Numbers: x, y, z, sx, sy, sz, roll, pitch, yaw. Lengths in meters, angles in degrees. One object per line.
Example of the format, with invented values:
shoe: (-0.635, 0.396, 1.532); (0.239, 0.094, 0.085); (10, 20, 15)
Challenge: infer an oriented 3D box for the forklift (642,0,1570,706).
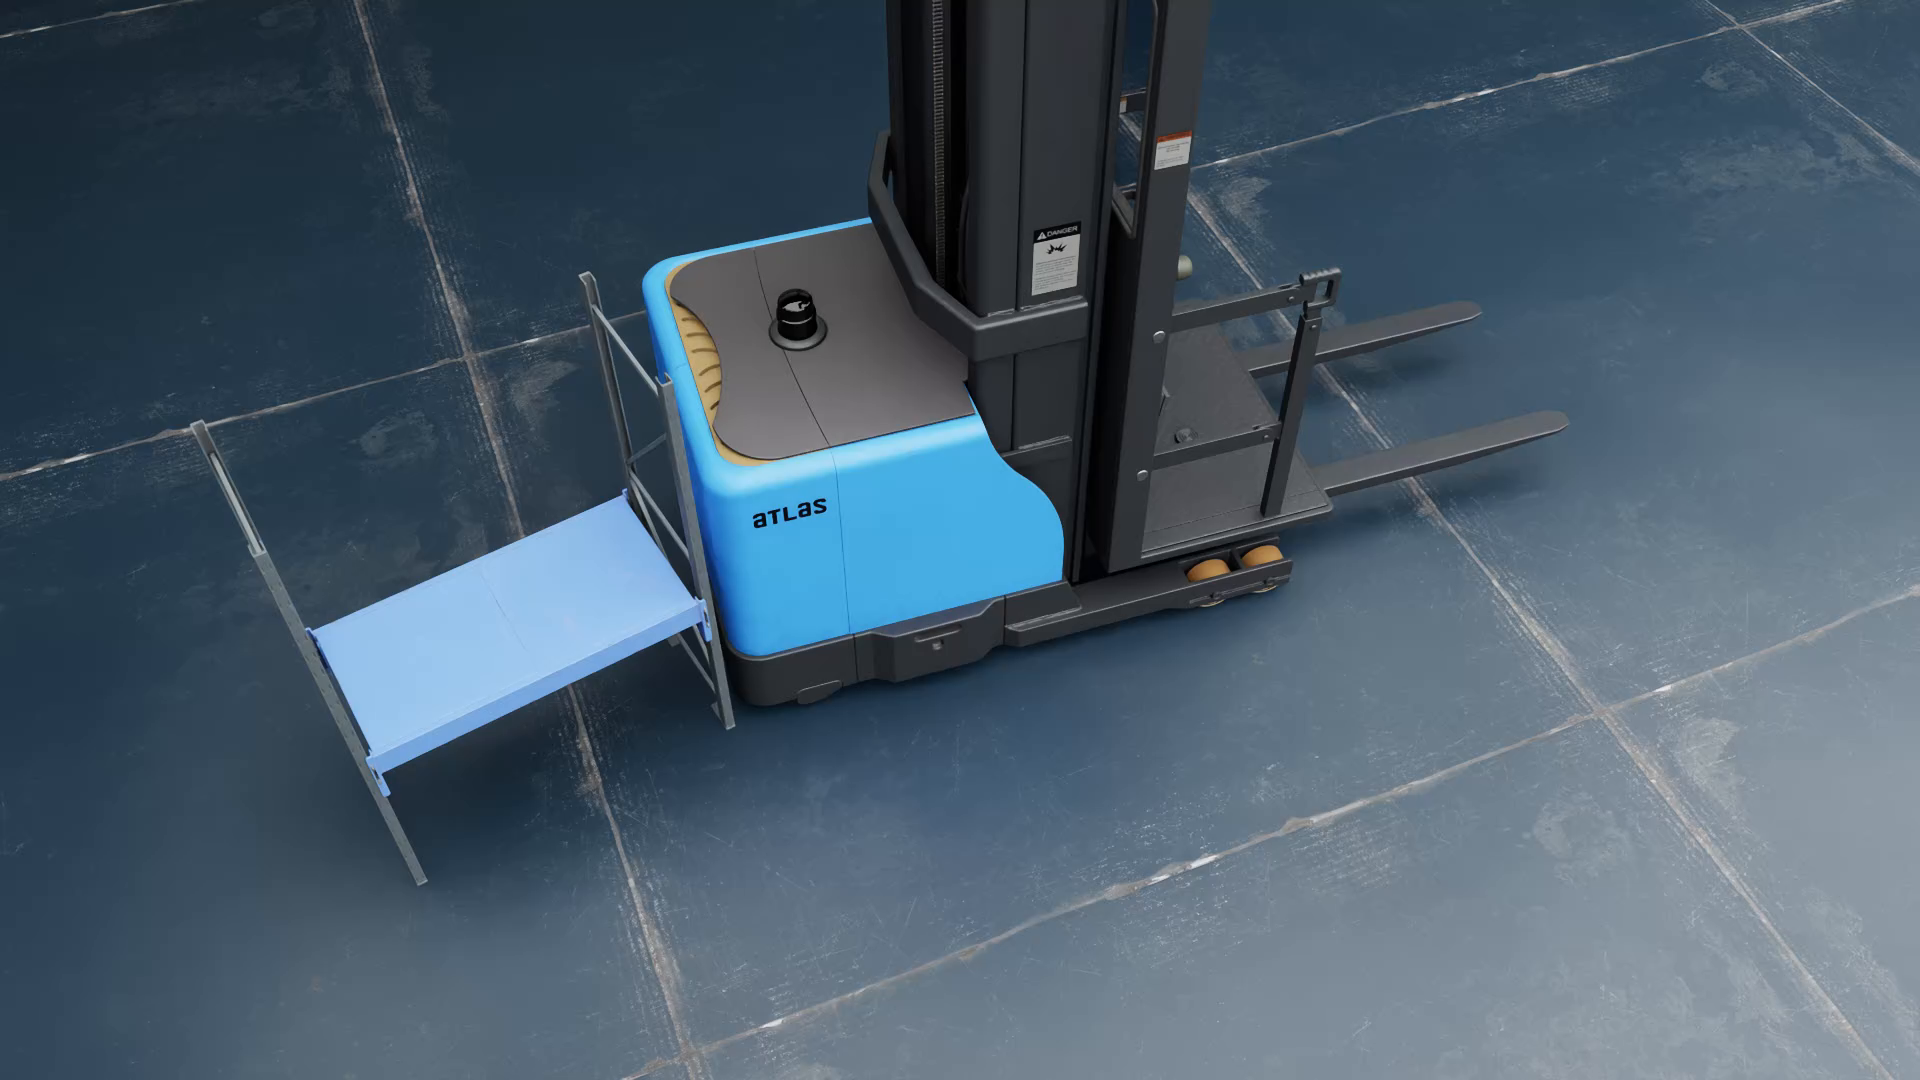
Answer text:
forklift: (0.592, -1.102, 4.764); (3.031, 2.935, 1.130); (-14, 51, -12)

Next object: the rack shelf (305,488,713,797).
rack shelf: (-1.284, 0.271, 4.766); (1.000, 0.185, 0.538); (-26, 54, -21)

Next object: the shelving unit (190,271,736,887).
shelving unit: (-1.284, 0.154, 4.629); (1.048, 1.500, 0.538); (-26, 54, -21)

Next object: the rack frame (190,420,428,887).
rack frame: (-1.711, 0.362, 4.450); (0.032, 1.500, 0.500); (-26, 54, -21)

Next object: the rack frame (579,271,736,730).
rack frame: (-0.856, -0.054, 4.808); (0.032, 1.500, 0.500); (-26, 54, -21)
